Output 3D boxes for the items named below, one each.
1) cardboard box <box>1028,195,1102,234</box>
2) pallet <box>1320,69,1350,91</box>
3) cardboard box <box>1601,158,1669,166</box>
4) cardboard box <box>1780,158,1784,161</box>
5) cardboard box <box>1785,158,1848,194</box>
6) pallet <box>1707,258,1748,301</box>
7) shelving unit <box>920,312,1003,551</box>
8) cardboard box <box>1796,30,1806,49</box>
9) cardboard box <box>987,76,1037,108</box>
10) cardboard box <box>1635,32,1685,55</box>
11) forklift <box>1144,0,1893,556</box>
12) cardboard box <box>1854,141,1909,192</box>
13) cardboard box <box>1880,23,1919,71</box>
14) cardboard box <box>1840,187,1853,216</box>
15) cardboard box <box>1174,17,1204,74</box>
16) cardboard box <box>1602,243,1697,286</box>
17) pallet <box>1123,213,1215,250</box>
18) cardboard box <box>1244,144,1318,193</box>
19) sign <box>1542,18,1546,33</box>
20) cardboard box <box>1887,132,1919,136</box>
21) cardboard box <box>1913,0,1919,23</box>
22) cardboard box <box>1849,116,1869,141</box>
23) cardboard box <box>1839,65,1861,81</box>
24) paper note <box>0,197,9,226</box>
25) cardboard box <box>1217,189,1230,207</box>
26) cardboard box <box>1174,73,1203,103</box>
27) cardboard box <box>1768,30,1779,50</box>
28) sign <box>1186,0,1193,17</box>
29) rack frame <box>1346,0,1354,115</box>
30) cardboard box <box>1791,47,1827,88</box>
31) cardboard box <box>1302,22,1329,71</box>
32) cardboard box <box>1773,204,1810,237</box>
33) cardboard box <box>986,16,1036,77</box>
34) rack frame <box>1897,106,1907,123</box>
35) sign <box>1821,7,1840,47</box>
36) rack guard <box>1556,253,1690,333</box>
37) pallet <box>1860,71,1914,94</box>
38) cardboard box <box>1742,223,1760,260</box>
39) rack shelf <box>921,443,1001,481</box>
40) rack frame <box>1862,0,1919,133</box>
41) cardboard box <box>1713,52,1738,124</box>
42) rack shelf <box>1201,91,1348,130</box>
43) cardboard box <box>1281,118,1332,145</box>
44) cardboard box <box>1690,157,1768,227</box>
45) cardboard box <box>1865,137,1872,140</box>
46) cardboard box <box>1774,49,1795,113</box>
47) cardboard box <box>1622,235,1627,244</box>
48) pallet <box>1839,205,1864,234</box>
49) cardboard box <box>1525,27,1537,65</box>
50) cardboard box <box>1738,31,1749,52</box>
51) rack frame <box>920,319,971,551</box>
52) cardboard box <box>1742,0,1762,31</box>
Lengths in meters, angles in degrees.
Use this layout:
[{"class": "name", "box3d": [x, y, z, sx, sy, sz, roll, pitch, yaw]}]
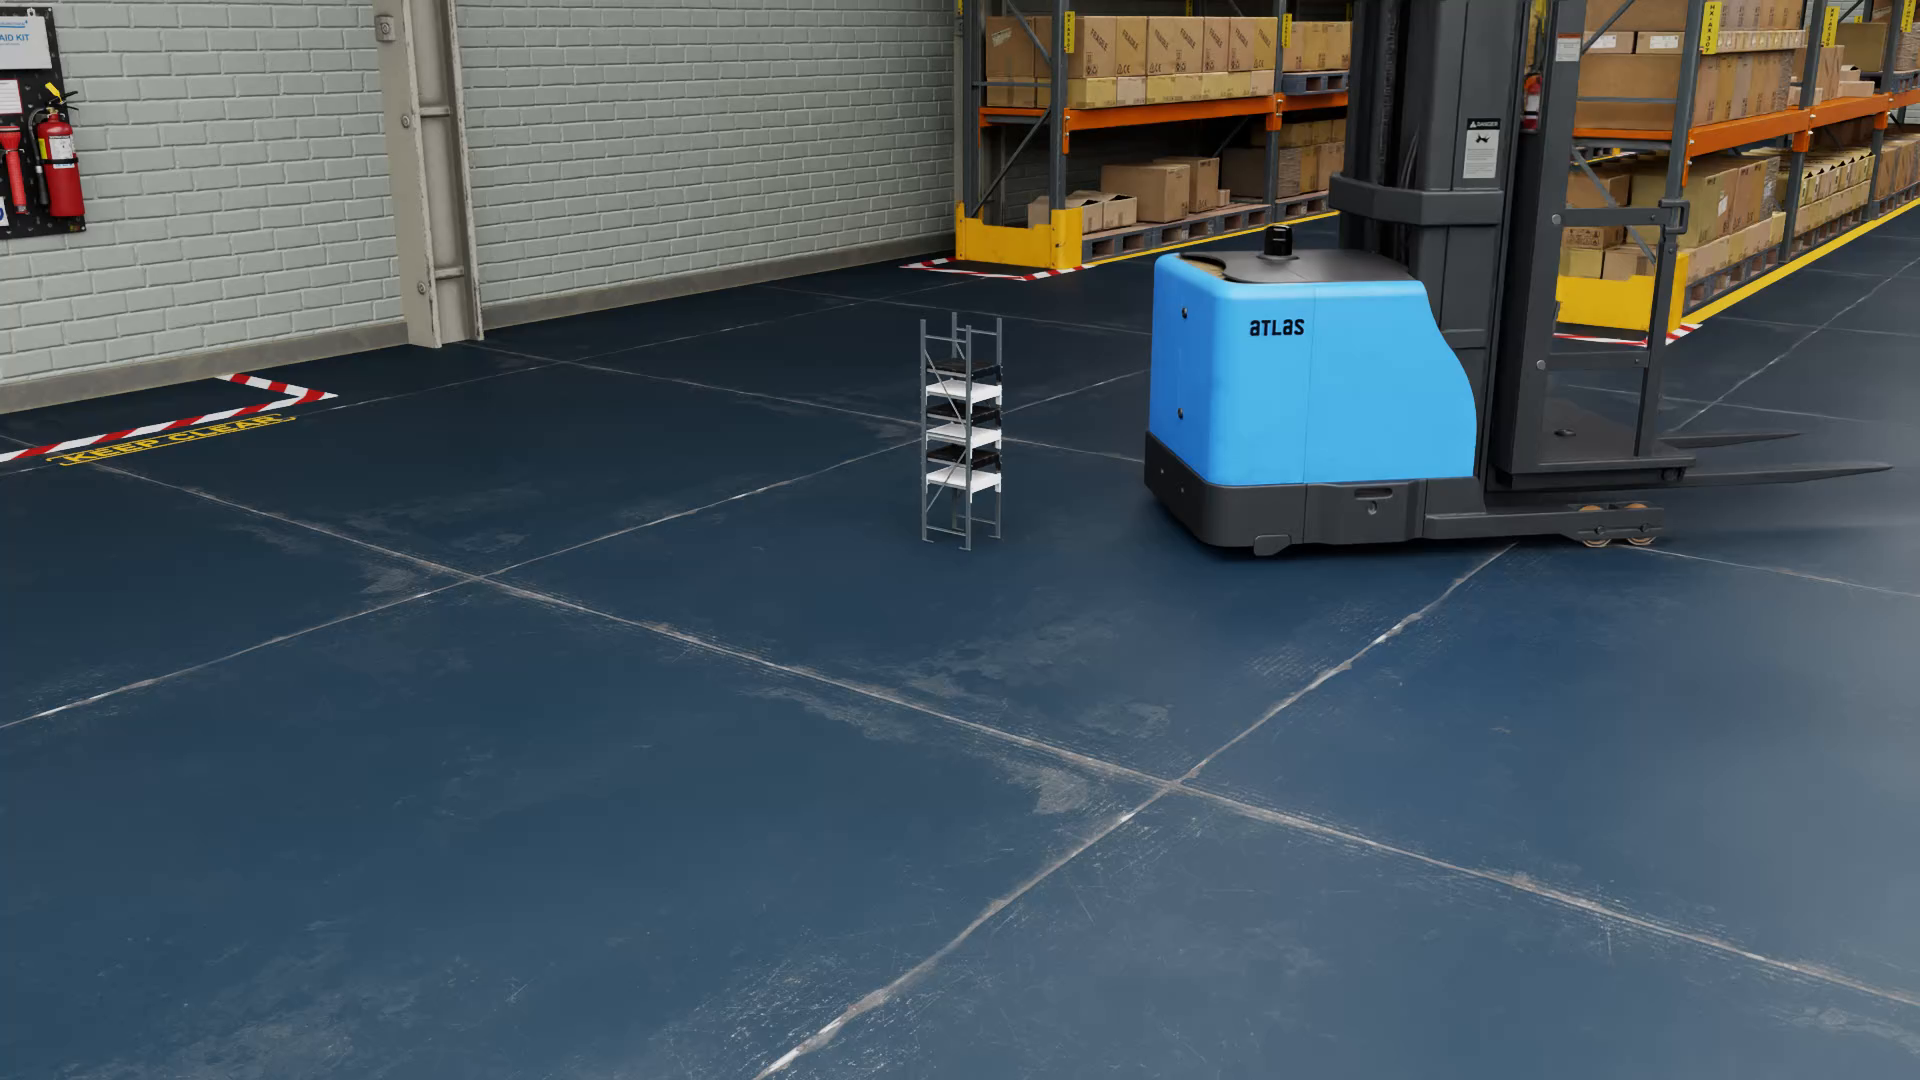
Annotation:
[{"class": "cardboard box", "box3d": [0.944, -2.929, 14.910, 0.500, 0.311, 0.500, 10, 20, 29]}, {"class": "pallet", "box3d": [4.080, -5.189, 18.719, 1.003, 0.211, 1.213, 12, 21, 35]}, {"class": "cardboard box", "box3d": [5.404, -2.765, 13.254, 0.500, 0.500, 0.500, 12, 21, 35]}, {"class": "cardboard box", "box3d": [7.741, -3.597, 16.252, 0.500, 0.311, 0.500, 12, 21, 34]}, {"class": "cardboard box", "box3d": [8.185, -3.508, 15.966, 0.500, 0.311, 0.500, 13, 22, 36]}, {"class": "pallet", "box3d": [5.590, -2.127, 13.236, 1.003, 0.211, 1.213, 12, 21, 35]}, {"class": "shelving unit", "box3d": [0.005, -0.432, 6.617, 0.258, 0.900, 0.210, 12, 21, 35]}, {"class": "cardboard box", "box3d": [6.834, -4.187, 13.907, 0.380, 0.149, 0.250, 12, 21, 35]}, {"class": "cardboard box", "box3d": [0.582, -3.938, 14.585, 0.500, 0.250, 0.500, 13, 21, 35]}, {"class": "cardboard box", "box3d": [4.847, -3.393, 11.348, 0.380, 0.149, 0.250, 12, 21, 34]}, {"class": "forklift", "box3d": [2.371, -1.521, 6.700, 3.031, 2.935, 1.130, -3, 17, -8]}, {"class": "cardboard box", "box3d": [10.318, -4.204, 18.695, 0.500, 0.500, 0.500, 12, 21, 34]}, {"class": "cardboard box", "box3d": [10.190, -5.487, 18.479, 0.500, 0.500, 0.700, -15, 23, -40]}, {"class": "cardboard box", "box3d": [8.483, -3.361, 16.438, 0.500, 0.250, 0.500, 13, 21, 36]}, {"class": "cardboard box", "box3d": [1.899, -4.574, 15.369, 0.500, 0.500, 0.500, 13, 22, 36]}, {"class": "cardboard box", "box3d": [4.938, -1.955, 11.911, 0.500, 0.250, 0.500, 12, 21, 35]}, {"class": "pallet", "box3d": [1.745, -3.017, 16.103, 1.003, 0.211, 1.213, 12, 21, 35]}, {"class": "cardboard box", "box3d": [3.536, -4.133, 18.469, 0.700, 0.500, 0.500, 12, 21, 34]}, {"class": "sign", "box3d": [8.051, -7.134, 22.839, 0.100, 0.325, 0.005, 12, 21, 35]}, {"class": "cardboard box", "box3d": [11.526, -4.686, 20.248, 0.500, 0.500, 0.500, 12, 21, 34]}, {"class": "cardboard box", "box3d": [12.097, -6.425, 20.523, 0.500, 0.500, 0.500, 13, 22, 36]}, {"class": "cardboard box", "box3d": [10.212, -4.782, 19.294, 0.500, 0.250, 0.500, 12, 21, 34]}, {"class": "cardboard box", "box3d": [8.955, -4.764, 17.176, 0.500, 0.311, 0.500, 14, 22, 38]}, {"class": "paper note", "box3d": [-5.057, -1.712, 8.684, 0.016, 0.148, 0.142, 12, 21, 35]}, {"class": "cardboard box", "box3d": [2.548, -3.531, 17.092, 0.380, 0.166, 0.250, 9, 20, 28]}, {"class": "cardboard box", "box3d": [1.915, -4.219, 15.490, 0.500, 0.250, 0.500, 13, 21, 35]}, {"class": "cardboard box", "box3d": [6.226, -3.945, 13.128, 0.380, 0.149, 0.250, 12, 21, 34]}, {"class": "sign", "box3d": [2.395, -5.457, 17.306, 0.100, 0.325, 0.005, 12, 21, 35]}, {"class": "rack frame", "box3d": [5.226, -5.759, 20.233, 1.000, 3.000, 0.127, 12, 21, 35]}, {"class": "cardboard box", "box3d": [7.608, -4.286, 15.318, 0.500, 0.500, 0.500, 14, 22, 39]}, {"class": "cardboard box", "box3d": [3.512, -5.312, 17.880, 0.700, 0.500, 0.500, 15, 23, 40]}, {"class": "cardboard box", "box3d": [7.263, -2.872, 14.863, 0.500, 0.250, 0.500, 12, 21, 33]}, {"class": "cardboard box", "box3d": [0.570, -4.300, 14.487, 0.500, 0.500, 0.500, 12, 21, 34]}, {"class": "rack frame", "box3d": [13.974, -6.790, 23.552, 1.000, 3.000, 0.127, 12, 21, 35]}, {"class": "sign", "box3d": [7.270, -4.286, 13.894, 0.100, 0.325, 0.005, 12, 21, 35]}, {"class": "rack guard", "box3d": [4.426, -1.780, 11.633, 1.175, 0.500, 0.348, 12, 21, 35]}, {"class": "pallet", "box3d": [9.554, -4.967, 18.005, 1.213, 0.211, 1.003, 12, 21, 35]}, {"class": "cardboard box", "box3d": [6.131, -2.432, 13.444, 0.500, 0.250, 0.500, 12, 21, 35]}, {"class": "rack shelf", "box3d": [0.005, -0.314, 6.653, 0.258, 0.077, 0.200, 12, 21, 35]}, {"class": "rack frame", "box3d": [11.590, -5.838, 20.485, 1.000, 3.000, 0.127, 12, 21, 35]}, {"class": "cardboard box", "box3d": [5.338, -3.379, 12.400, 0.700, 0.500, 0.500, 13, 21, 35]}, {"class": "rack shelf", "box3d": [4.035, -4.940, 18.805, 1.077, 0.370, 4.000, 12, 21, 35]}, {"class": "cardboard box", "box3d": [3.835, -4.590, 18.674, 0.500, 0.250, 0.500, 12, 21, 33]}, {"class": "cardboard box", "box3d": [6.121, -2.792, 13.340, 0.500, 0.500, 0.500, 12, 21, 35]}, {"class": "cardboard box", "box3d": [10.494, -4.535, 19.763, 0.500, 0.500, 0.500, 13, 21, 35]}, {"class": "cardboard box", "box3d": [6.564, -3.873, 13.990, 0.700, 0.500, 0.500, 12, 21, 33]}, {"class": "cardboard box", "box3d": [4.811, -2.168, 12.596, 0.500, 0.250, 0.500, 12, 21, 35]}, {"class": "pallet", "box3d": [8.685, -3.364, 17.221, 1.003, 0.211, 1.213, 12, 21, 35]}, {"class": "cardboard box", "box3d": [7.537, -6.757, 22.741, 0.500, 0.500, 0.500, 12, 21, 34]}, {"class": "cardboard box", "box3d": [5.613, -3.700, 12.337, 0.380, 0.149, 0.250, 12, 21, 34]}, {"class": "rack frame", "box3d": [-0.056, -0.407, 6.539, 0.240, 0.900, 0.006, 12, 21, 35]}, {"class": "cardboard box", "box3d": [5.667, -4.134, 12.643, 0.700, 0.500, 0.500, 12, 21, 35]}]
